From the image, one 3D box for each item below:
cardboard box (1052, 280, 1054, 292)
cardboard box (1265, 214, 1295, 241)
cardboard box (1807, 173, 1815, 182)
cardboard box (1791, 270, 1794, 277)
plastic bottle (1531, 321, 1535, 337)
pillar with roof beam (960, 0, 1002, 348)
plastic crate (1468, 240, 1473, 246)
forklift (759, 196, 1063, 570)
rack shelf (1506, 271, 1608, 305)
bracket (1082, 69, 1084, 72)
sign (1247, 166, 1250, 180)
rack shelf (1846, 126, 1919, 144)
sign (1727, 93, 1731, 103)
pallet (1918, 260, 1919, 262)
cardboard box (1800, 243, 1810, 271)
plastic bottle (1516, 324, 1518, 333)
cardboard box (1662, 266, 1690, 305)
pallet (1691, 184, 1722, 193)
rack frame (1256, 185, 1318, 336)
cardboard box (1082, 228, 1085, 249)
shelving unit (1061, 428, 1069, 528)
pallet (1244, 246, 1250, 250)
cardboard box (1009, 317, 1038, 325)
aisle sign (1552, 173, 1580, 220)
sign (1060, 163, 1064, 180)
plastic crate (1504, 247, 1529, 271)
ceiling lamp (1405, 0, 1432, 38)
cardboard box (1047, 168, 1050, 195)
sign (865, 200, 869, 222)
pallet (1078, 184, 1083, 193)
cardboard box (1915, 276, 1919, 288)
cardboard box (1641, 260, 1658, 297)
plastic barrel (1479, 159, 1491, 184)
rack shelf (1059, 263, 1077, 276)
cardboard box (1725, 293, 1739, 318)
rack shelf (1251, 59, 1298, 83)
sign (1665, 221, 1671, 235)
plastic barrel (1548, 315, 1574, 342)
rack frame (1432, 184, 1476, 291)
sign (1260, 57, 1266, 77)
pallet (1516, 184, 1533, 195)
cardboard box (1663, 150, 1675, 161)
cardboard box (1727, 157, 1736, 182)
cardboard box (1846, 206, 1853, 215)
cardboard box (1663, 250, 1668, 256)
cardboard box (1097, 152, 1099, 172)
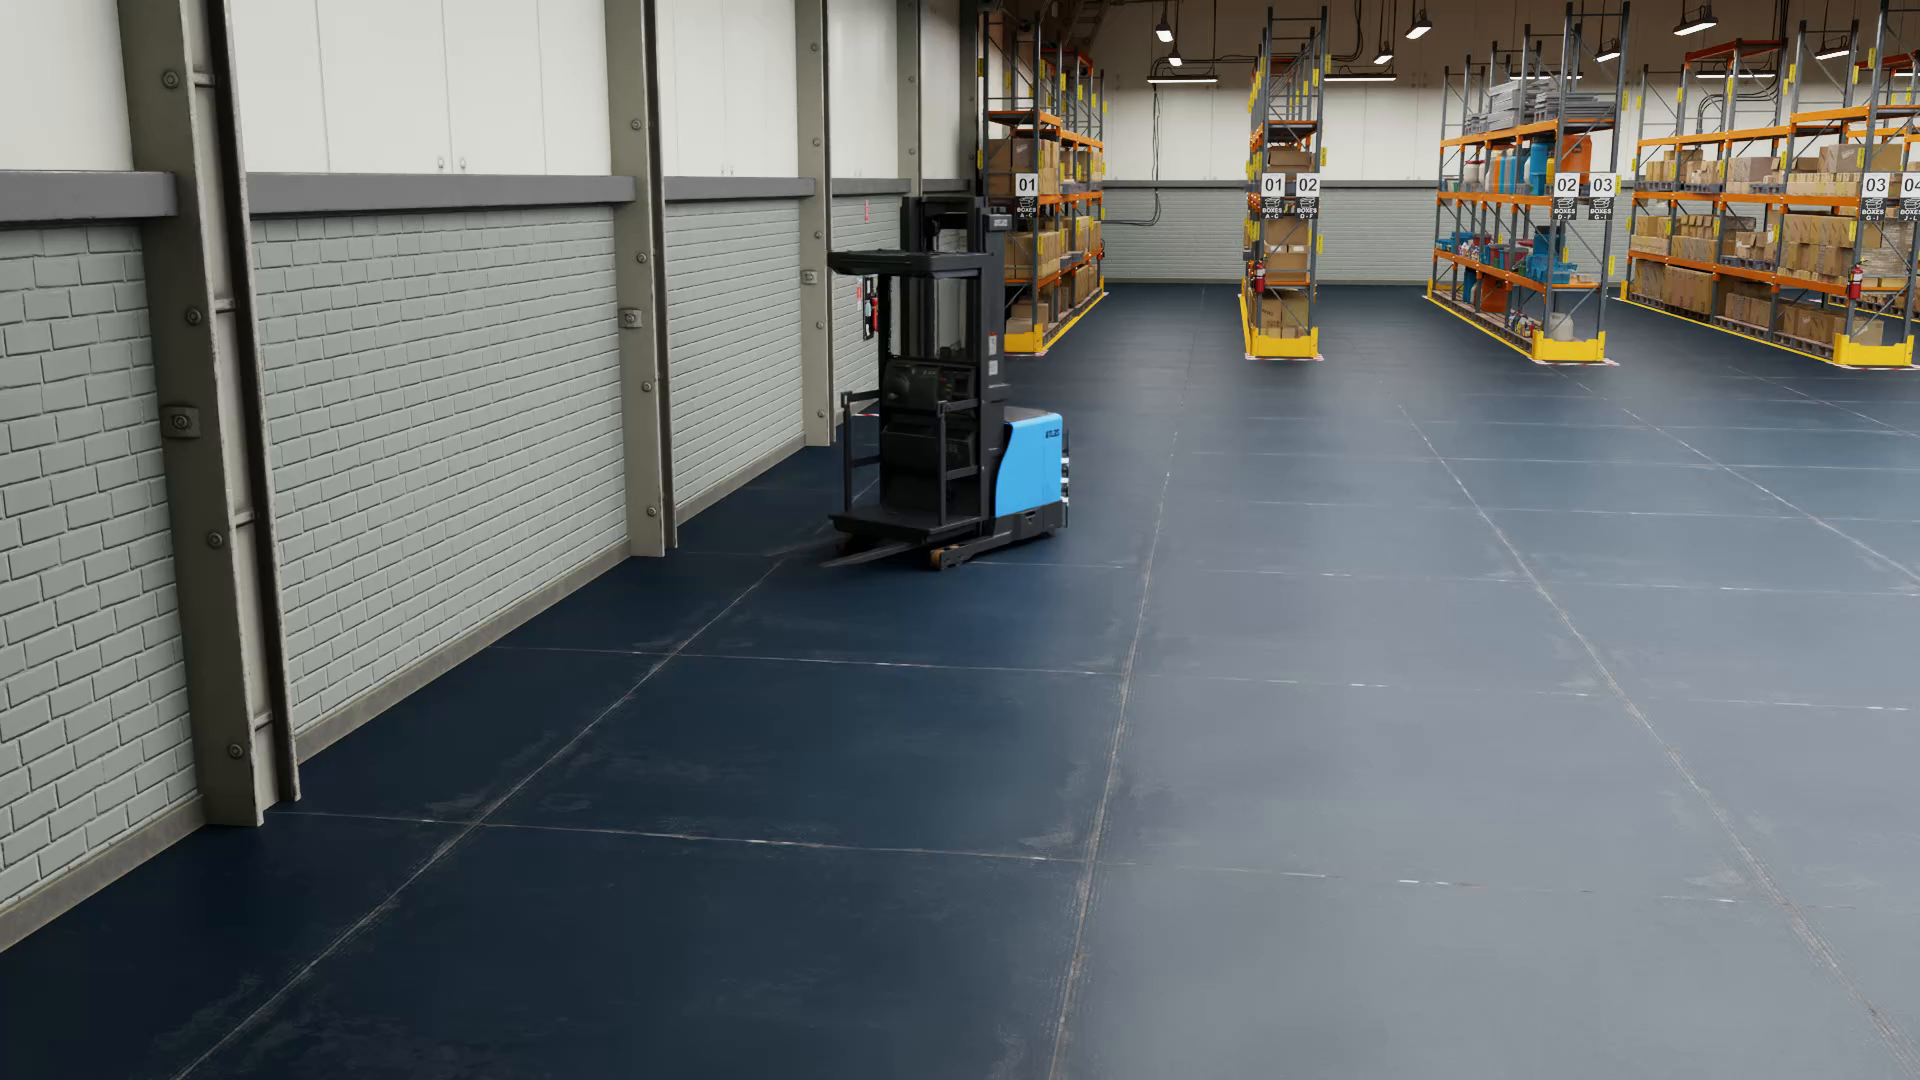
[{"bbox_3d":[1.768,-5.493,35.971,0.500,0.250,0.500,2,12,7],"label":"cardboard box"},{"bbox_3d":[6.133,-5.897,31.418,0.700,0.500,0.500,2,12,9],"label":"cardboard box"},{"bbox_3d":[15.701,-6.610,30.332,0.380,0.149,0.250,2,12,8],"label":"cardboard box"},{"bbox_3d":[15.792,-4.983,31.092,0.380,0.149,0.250,2,12,9],"label":"cardboard box"},{"bbox_3d":[10.725,-3.958,31.141,0.061,0.283,0.133,2,12,9],"label":"plastic bottle"},{"bbox_3d":[4.422,-7.914,29.853,9.100,9.000,0.548,2,12,9],"label":"pillar with roof beam"},{"bbox_3d":[12.967,-7.407,41.882,0.437,0.282,0.530,2,12,9],"label":"plastic crate"},{"bbox_3d":[-0.382,-1.306,13.598,1.130,2.935,3.031,9,15,36],"label":"forklift"},{"bbox_3d":[11.012,-4.690,30.845,1.077,0.370,4.000,2,12,9],"label":"rack shelf"},{"bbox_3d":[3.625,-14.005,49.574,0.076,0.066,3.189,2,12,9],"label":"bracket"},{"bbox_3d":[7.119,-9.020,40.880,0.100,0.325,0.005,2,12,9],"label":"sign"},{"bbox_3d":[22.637,-9.777,40.216,1.077,0.370,4.000,2,12,9],"label":"rack shelf"},{"bbox_3d":[17.982,-10.376,38.875,0.100,0.325,0.005,2,12,9],"label":"sign"},{"bbox_3d":[21.978,-6.268,36.915,1.003,0.211,1.213,2,12,9],"label":"pallet"},{"bbox_3d":[15.995,-5.190,30.513,0.875,0.500,0.500,2,12,9],"label":"cardboard box"},{"bbox_3d":[10.690,-4.053,31.780,0.097,0.201,0.097,0,12,0],"label":"plastic bottle"},{"bbox_3d":[17.366,-5.996,39.242,1.225,0.875,0.875,2,12,9],"label":"cardboard box"},{"bbox_3d":[17.045,-7.873,37.234,1.003,0.211,1.213,2,12,11],"label":"pallet"},{"bbox_3d":[5.811,-4.787,29.585,1.000,3.000,0.127,2,12,9],"label":"rack frame"},{"bbox_3d":[2.713,-7.229,39.928,0.500,0.500,0.500,2,12,10],"label":"cardboard box"},{"bbox_3d":[0.818,-0.560,14.953,0.210,0.900,0.258,-9,15,-36],"label":"shelving unit"},{"bbox_3d":[7.426,-7.028,40.441,1.003,0.211,1.213,2,12,9],"label":"pallet"},{"bbox_3d":[1.199,-4.107,31.769,0.500,0.311,0.500,3,13,13],"label":"cardboard box"},{"bbox_3d":[10.400,-5.891,28.538,0.394,0.787,0.004,2,12,9],"label":"aisle sign"},{"bbox_3d":[2.068,-7.482,33.746,0.100,0.325,0.005,2,12,9],"label":"sign"},{"bbox_3d":[11.092,-5.600,33.208,0.402,0.464,0.583,2,12,9],"label":"plastic crate"},{"bbox_3d":[9.075,-11.289,31.662,0.800,3.185,2.000,2,12,9],"label":"ceiling lamp"},{"bbox_3d":[1.408,-6.752,31.299,0.500,0.500,0.500,2,12,11],"label":"cardboard box"},{"bbox_3d":[-1.272,-4.493,22.719,0.001,0.298,0.199,2,12,9],"label":"sign"},{"bbox_3d":[2.192,-8.122,38.388,1.213,0.211,1.003,2,12,11],"label":"pallet"},{"bbox_3d":[21.793,-5.769,37.299,0.500,0.250,0.500,2,12,11],"label":"cardboard box"},{"bbox_3d":[17.900,-6.637,42.218,0.875,0.875,0.875,2,12,9],"label":"cardboard box"},{"bbox_3d":[12.059,-8.403,37.925,0.433,0.535,0.433,0,12,0],"label":"plastic barrel"},{"bbox_3d":[1.838,-5.844,36.198,1.077,0.370,4.000,2,12,9],"label":"rack shelf"},{"bbox_3d":[16.746,-4.983,35.387,0.700,0.500,0.500,1,12,6],"label":"cardboard box"},{"bbox_3d":[7.964,-11.907,42.202,1.077,0.370,4.000,2,12,9],"label":"rack shelf"},{"bbox_3d":[16.896,-7.443,39.666,0.100,0.325,0.005,2,12,9],"label":"sign"},{"bbox_3d":[10.730,-3.754,29.702,0.421,0.512,0.421,0,12,0],"label":"plastic barrel"},{"bbox_3d":[13.165,-7.956,44.292,1.000,3.000,0.127,2,12,9],"label":"rack frame"},{"bbox_3d":[5.277,-8.235,28.942,0.100,0.325,0.005,2,12,9],"label":"sign"},{"bbox_3d":[11.305,-6.679,31.693,1.213,0.211,1.003,2,12,9],"label":"pallet"},{"bbox_3d":[17.739,-9.512,41.137,0.500,0.250,0.500,1,12,7],"label":"cardboard box"},{"bbox_3d":[16.503,-7.801,35.025,0.500,0.500,0.500,2,12,9],"label":"cardboard box"},{"bbox_3d":[22.542,-8.107,41.675,0.500,0.500,0.500,2,12,10],"label":"cardboard box"},{"bbox_3d":[17.168,-6.914,40.054,0.380,0.149,0.250,2,12,9],"label":"cardboard box"},{"bbox_3d":[3.374,-9.917,43.612,0.500,0.500,0.500,1,12,6],"label":"cardboard box"}]
